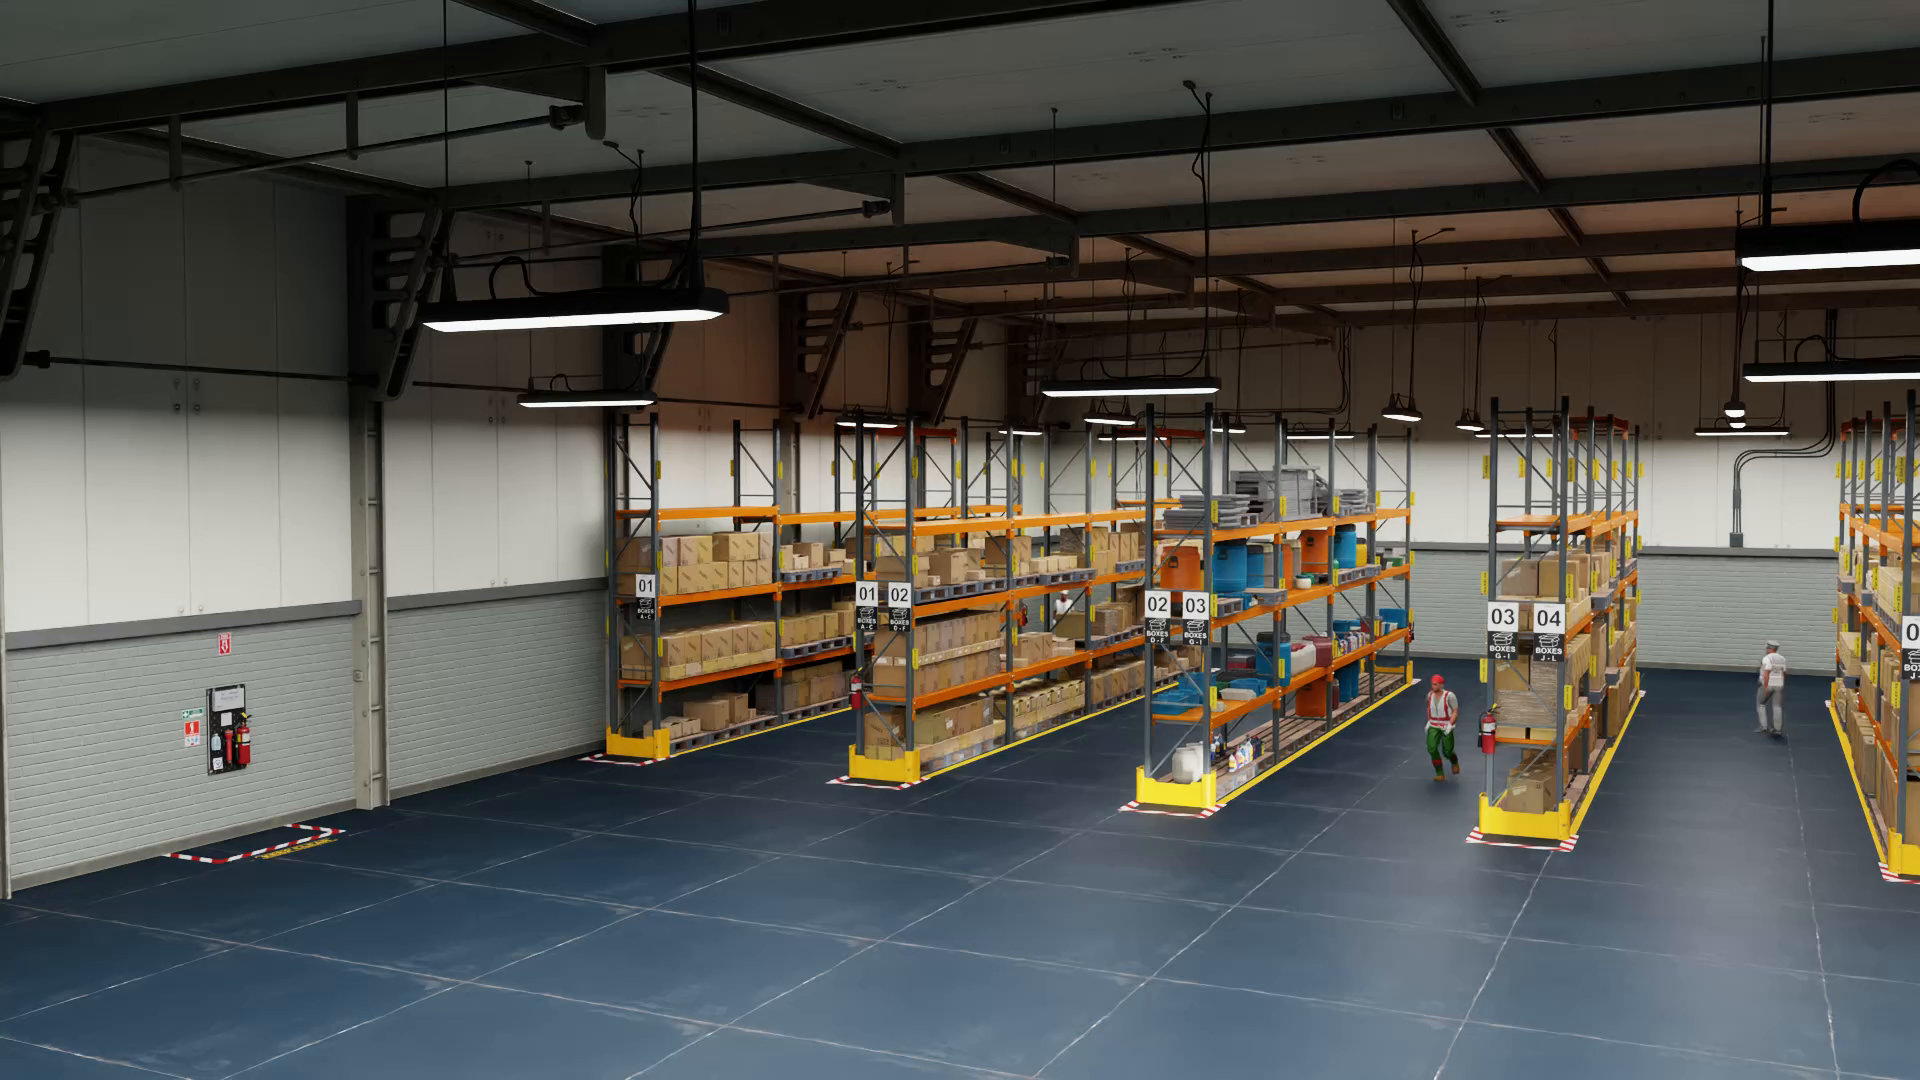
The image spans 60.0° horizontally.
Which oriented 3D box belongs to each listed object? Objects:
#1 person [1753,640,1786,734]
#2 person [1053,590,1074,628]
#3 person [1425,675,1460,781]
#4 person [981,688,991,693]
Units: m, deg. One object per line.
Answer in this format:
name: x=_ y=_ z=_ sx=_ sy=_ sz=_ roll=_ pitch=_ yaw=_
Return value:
person: x=15.421 y=2.820 z=31.521 sx=0.549 sy=1.815 sz=0.551 roll=0 pitch=2 yaw=3
person: x=2.833 y=2.213 z=45.353 sx=0.564 sy=1.724 sz=1.136 roll=0 pitch=2 yaw=-2
person: x=7.820 y=3.021 z=27.005 sx=0.592 sy=1.698 sz=0.796 roll=2 pitch=3 yaw=37
person: x=0.325 y=2.712 z=35.158 sx=0.484 sy=1.609 sz=0.909 roll=2 pitch=3 yaw=37
